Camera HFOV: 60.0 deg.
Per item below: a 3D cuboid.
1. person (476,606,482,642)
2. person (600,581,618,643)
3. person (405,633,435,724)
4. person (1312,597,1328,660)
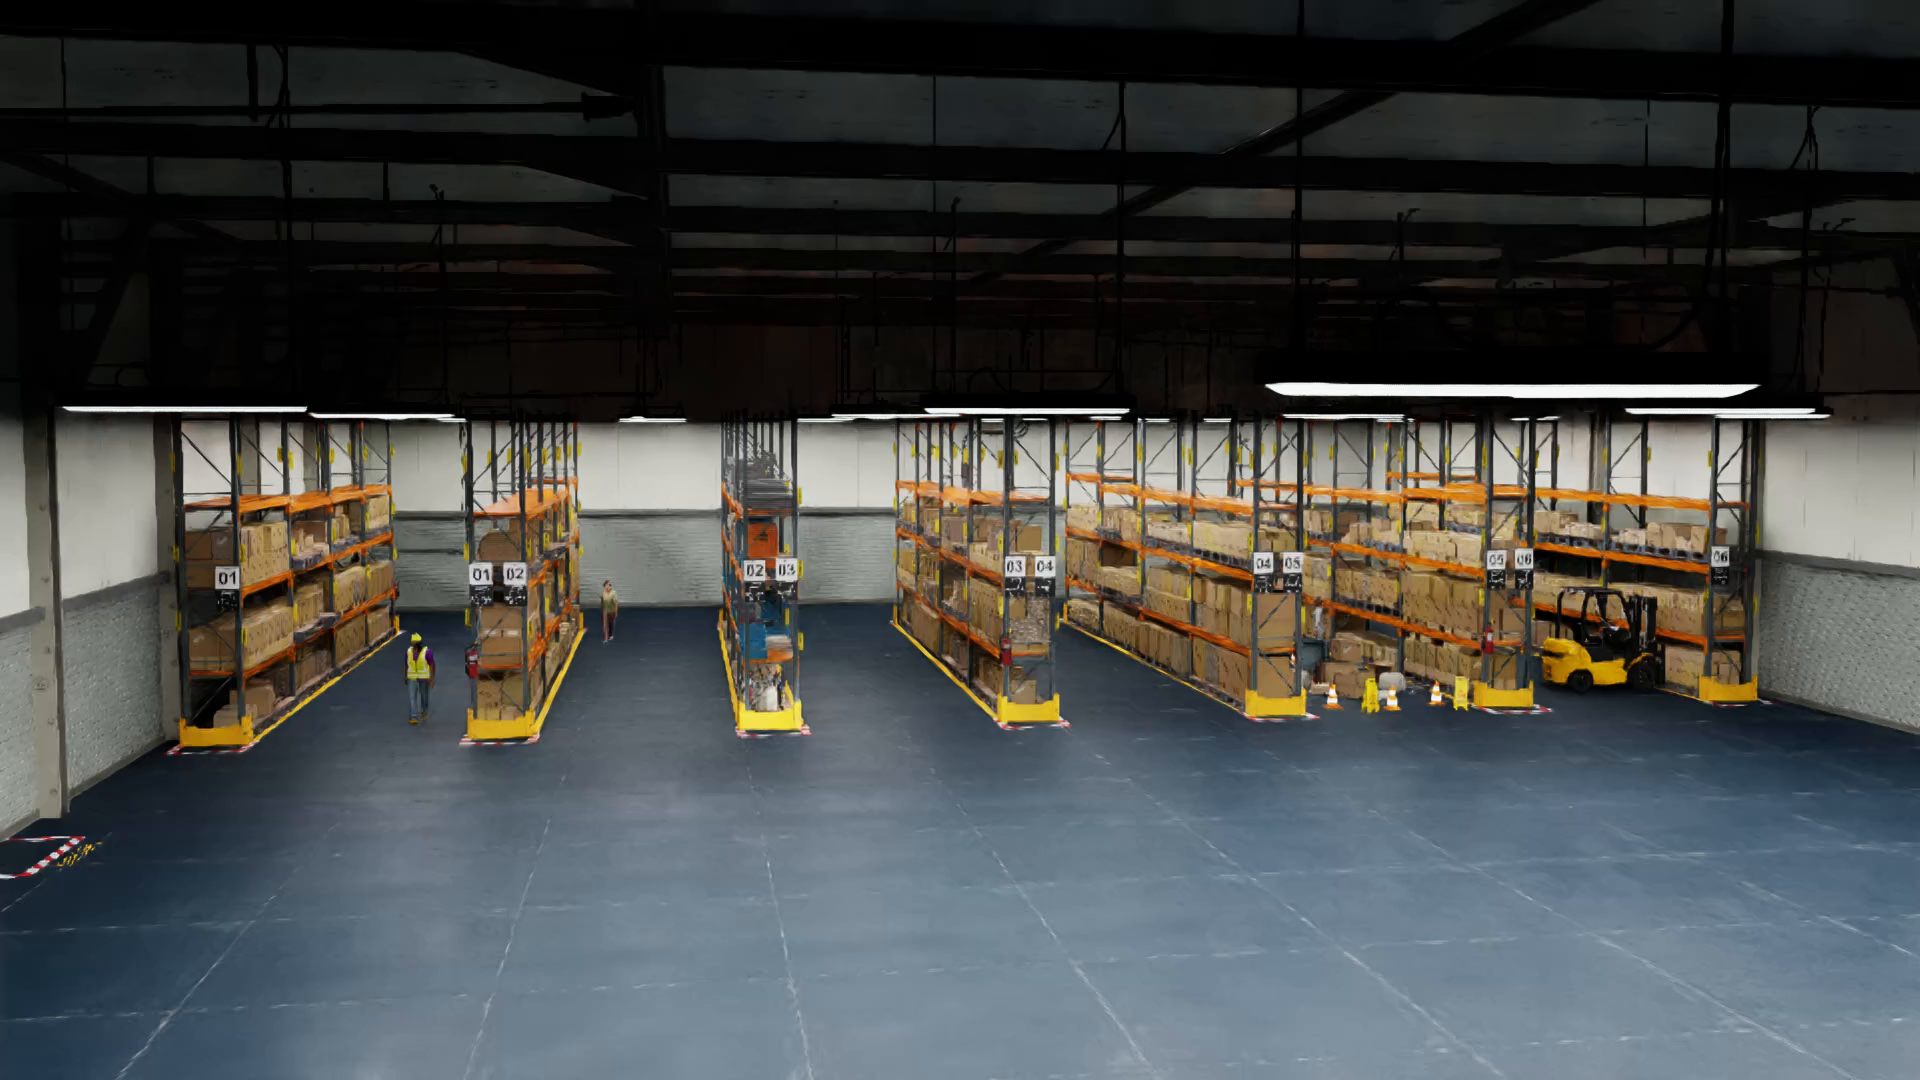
[{"bbox_3d":[-12.416,1.891,43.536,0.625,1.611,0.582,-1,4,-11],"label":"person"},{"bbox_3d":[-9.191,1.880,43.582,0.458,1.599,1.018,-1,4,-11],"label":"person"},{"bbox_3d":[-10.386,2.639,31.948,0.589,1.716,1.043,-1,4,-11],"label":"person"},{"bbox_3d":[8.542,2.144,39.714,0.532,1.588,0.536,1,4,15],"label":"person"}]
